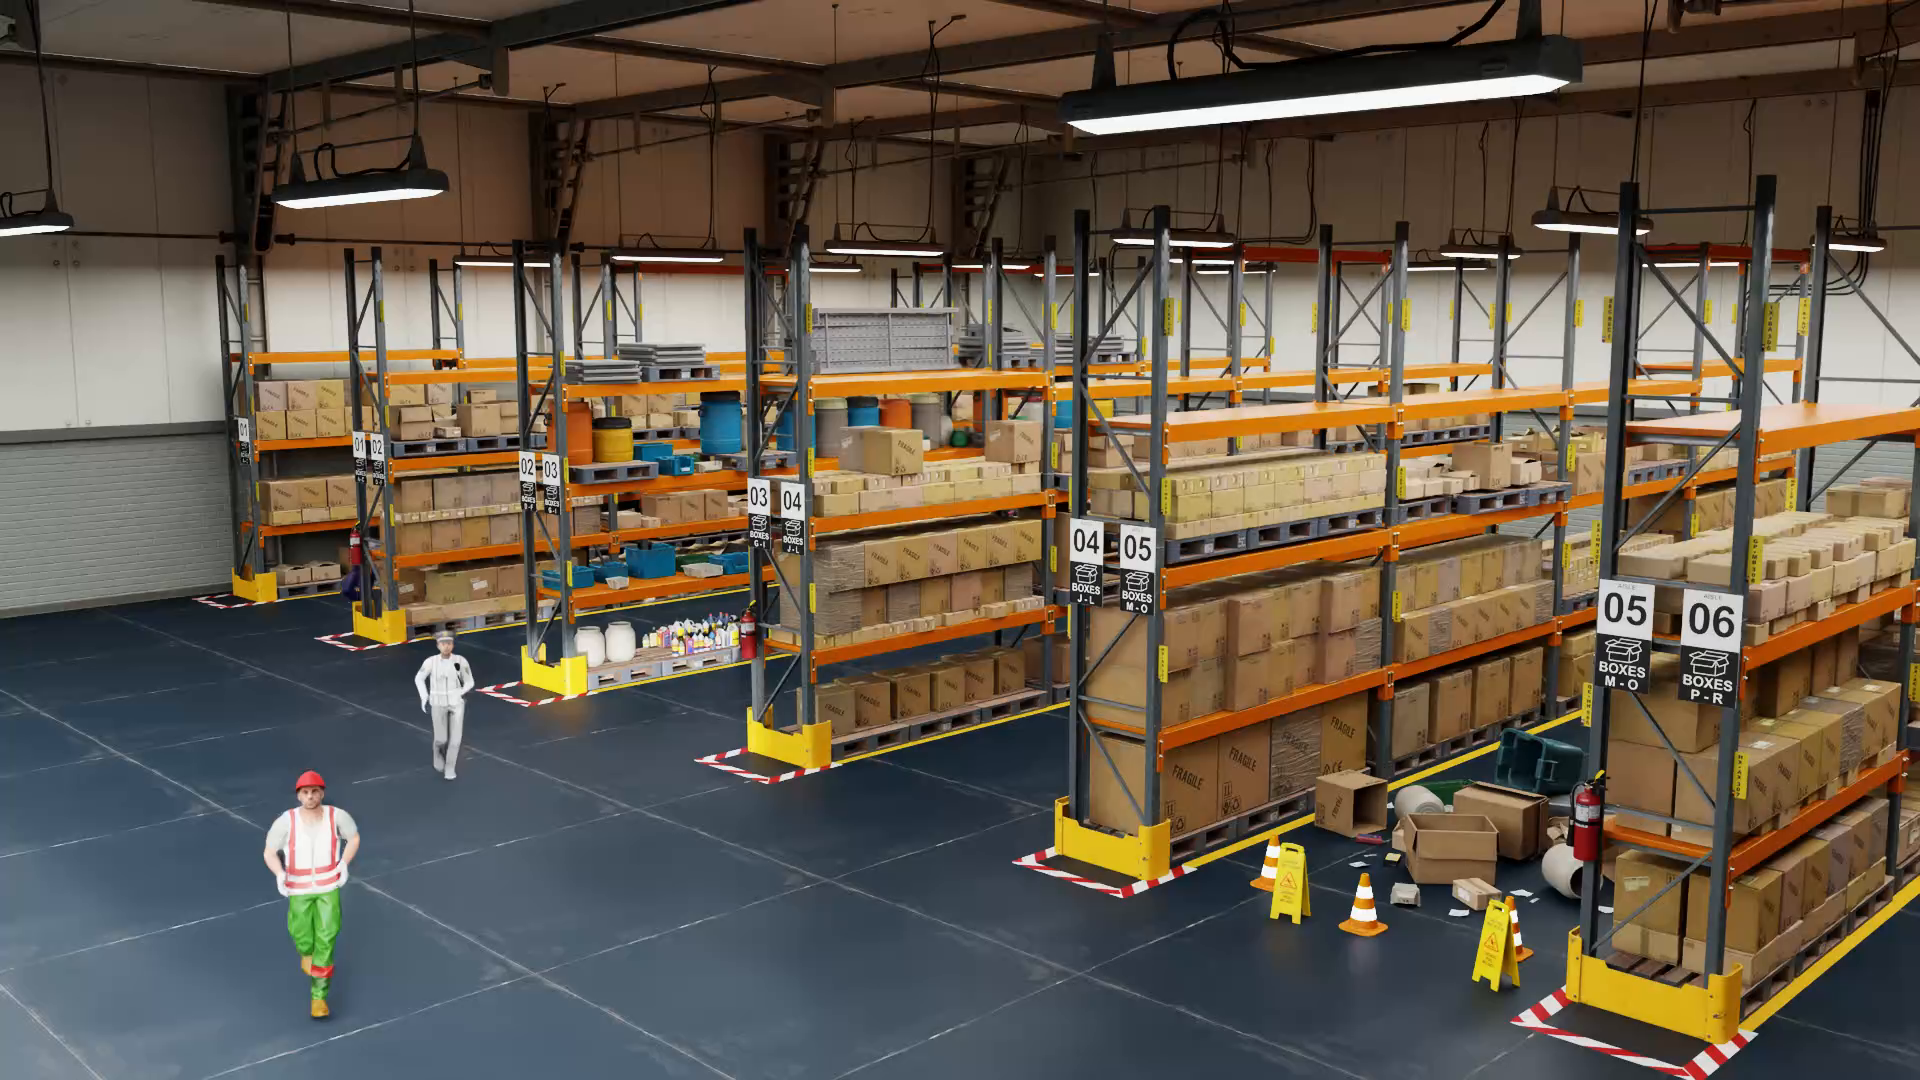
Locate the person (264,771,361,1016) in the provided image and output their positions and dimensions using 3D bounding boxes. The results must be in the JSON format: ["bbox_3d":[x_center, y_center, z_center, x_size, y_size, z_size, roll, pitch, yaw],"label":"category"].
[{"bbox_3d":[-4.763,2.566,12.287,0.674,1.757,0.806,-3,9,-23],"label":"person"}]

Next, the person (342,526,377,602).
[{"bbox_3d":[-9.780,0.535,27.214,0.616,1.623,0.544,5,10,34],"label":"person"}]

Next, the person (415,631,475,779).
[{"bbox_3d":[-5.569,1.799,18.030,0.586,1.652,0.548,-3,9,-22],"label":"person"}]
